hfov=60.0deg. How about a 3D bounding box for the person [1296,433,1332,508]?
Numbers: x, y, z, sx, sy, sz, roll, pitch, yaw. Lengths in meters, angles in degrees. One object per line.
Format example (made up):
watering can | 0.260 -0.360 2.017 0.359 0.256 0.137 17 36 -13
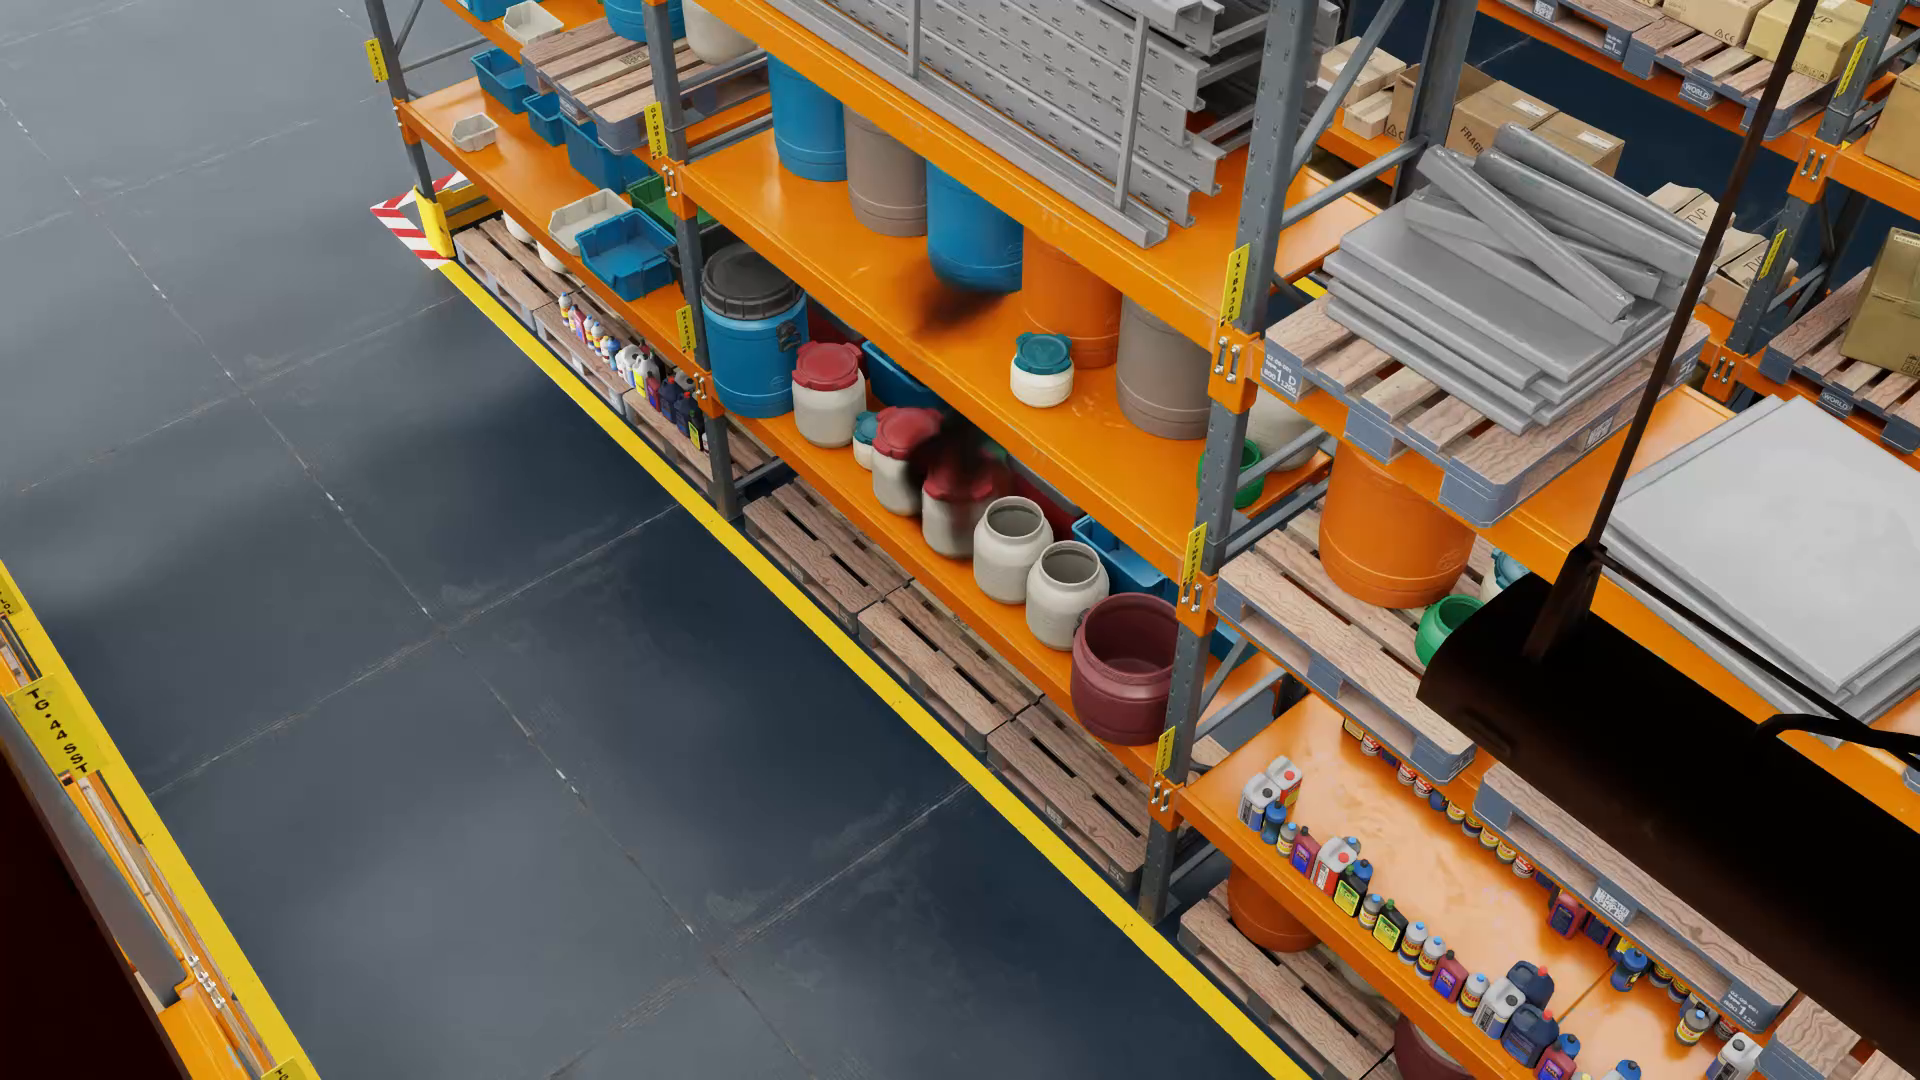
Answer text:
person | 2.272 -0.824 10.228 0.678 1.762 0.592 31 54 26
